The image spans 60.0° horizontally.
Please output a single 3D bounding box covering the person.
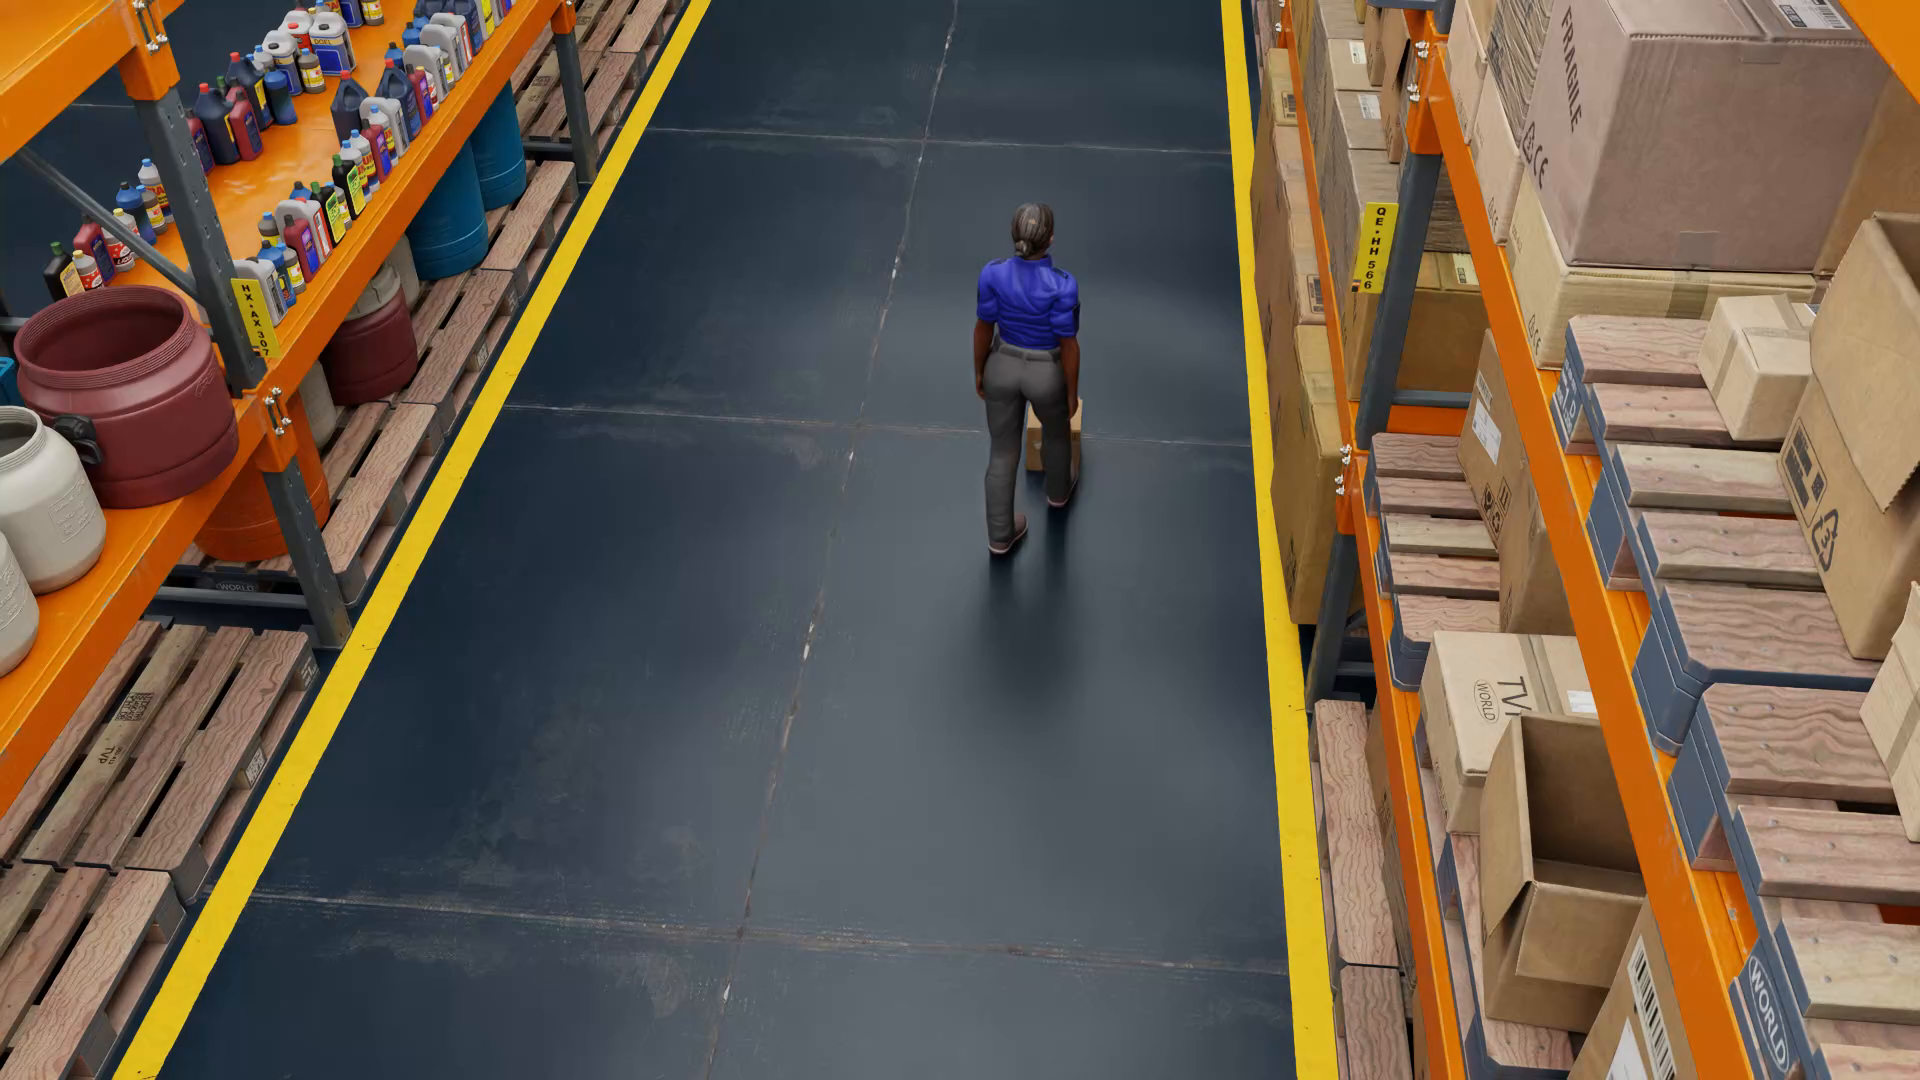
[{"bbox_3d":[0.309,-0.750,7.039,0.458,1.643,0.697,10,41,11],"label":"person"}]
